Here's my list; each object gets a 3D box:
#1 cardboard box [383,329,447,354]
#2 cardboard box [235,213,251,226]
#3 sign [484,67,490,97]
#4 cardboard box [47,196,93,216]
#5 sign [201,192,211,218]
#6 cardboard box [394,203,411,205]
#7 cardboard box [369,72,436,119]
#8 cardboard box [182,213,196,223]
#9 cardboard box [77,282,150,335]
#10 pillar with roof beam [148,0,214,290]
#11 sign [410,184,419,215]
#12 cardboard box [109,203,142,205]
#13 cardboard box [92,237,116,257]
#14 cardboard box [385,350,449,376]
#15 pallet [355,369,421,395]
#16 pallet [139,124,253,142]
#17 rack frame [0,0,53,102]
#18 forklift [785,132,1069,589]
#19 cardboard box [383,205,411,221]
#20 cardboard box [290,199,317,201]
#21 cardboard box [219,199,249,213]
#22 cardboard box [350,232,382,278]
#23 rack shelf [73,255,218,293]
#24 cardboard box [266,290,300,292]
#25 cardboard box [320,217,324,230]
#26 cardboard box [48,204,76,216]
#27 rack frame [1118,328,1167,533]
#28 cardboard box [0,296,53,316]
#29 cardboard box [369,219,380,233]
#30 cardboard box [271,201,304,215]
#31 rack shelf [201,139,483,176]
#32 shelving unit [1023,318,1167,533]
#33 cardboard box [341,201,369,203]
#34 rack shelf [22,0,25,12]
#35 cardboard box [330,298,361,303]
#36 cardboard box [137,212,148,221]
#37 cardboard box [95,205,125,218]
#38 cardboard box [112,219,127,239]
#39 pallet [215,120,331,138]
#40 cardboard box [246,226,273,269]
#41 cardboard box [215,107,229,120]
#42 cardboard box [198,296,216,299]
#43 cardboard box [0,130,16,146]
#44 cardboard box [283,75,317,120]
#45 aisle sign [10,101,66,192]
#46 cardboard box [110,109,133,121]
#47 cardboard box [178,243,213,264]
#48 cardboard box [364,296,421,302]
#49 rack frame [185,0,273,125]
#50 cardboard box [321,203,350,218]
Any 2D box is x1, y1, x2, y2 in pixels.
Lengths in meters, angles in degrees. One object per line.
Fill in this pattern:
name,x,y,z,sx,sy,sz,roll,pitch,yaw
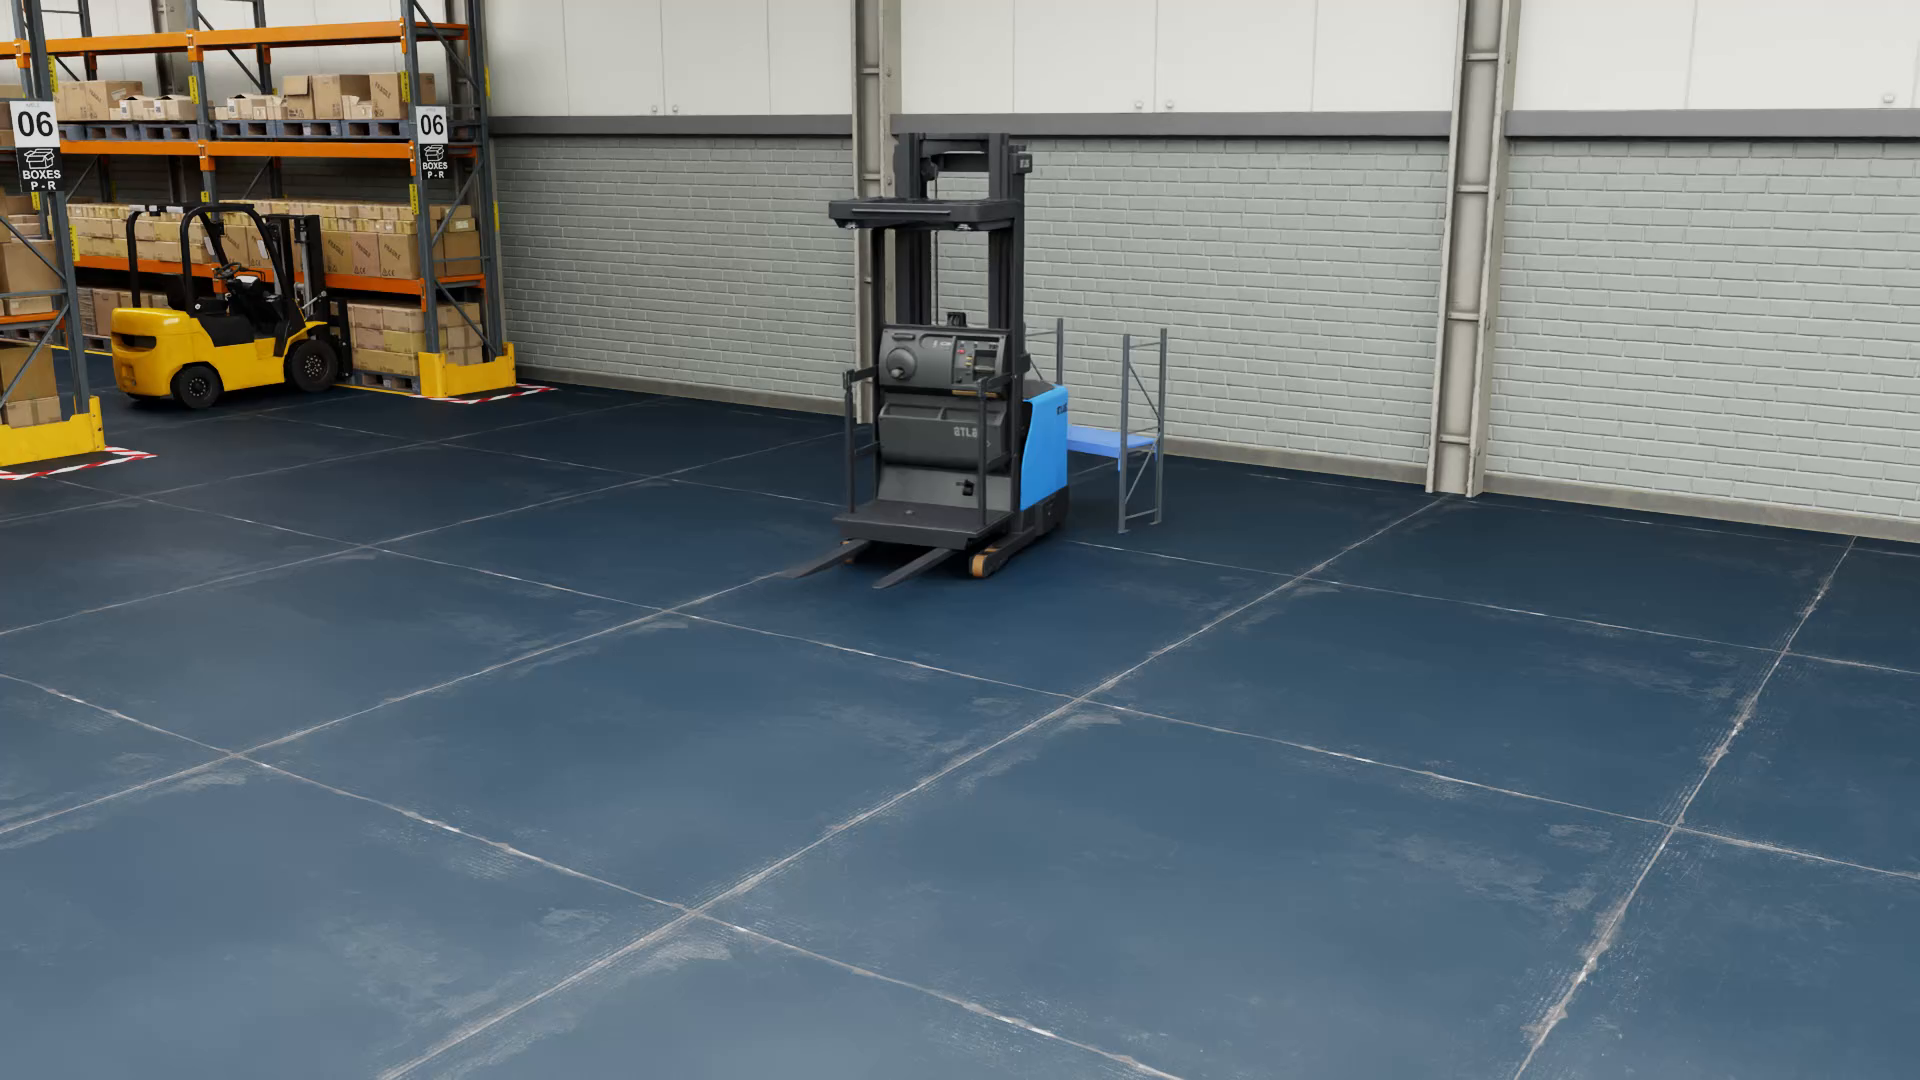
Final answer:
cardboard box,-6.306,-2.316,19.244,0.500,0.250,0.500,9,16,32
cardboard box,-8.713,-3.971,20.566,0.250,0.149,0.380,10,17,34
sign,-5.413,-5.230,18.981,0.005,0.325,0.100,9,17,33
cardboard box,-12.705,-4.627,23.689,0.500,0.500,0.500,10,17,35
sign,-9.341,-4.152,20.608,0.005,0.325,0.100,9,17,33
cardboard box,-6.509,-3.907,19.688,0.250,0.149,0.380,9,17,33
cardboard box,-6.231,-4.969,18.621,0.500,0.500,0.500,10,17,35
cardboard box,-9.678,-4.134,21.221,0.250,0.149,0.380,9,16,32
cardboard box,-11.856,-3.239,23.233,0.625,0.625,0.875,10,17,35
pillar with roof beam,-13.183,-6.333,19.178,0.400,9.000,9.100,9,17,33
sign,-6.042,-3.772,18.416,0.005,0.325,0.100,9,17,33
cardboard box,-11.522,-4.575,23.002,0.250,0.149,0.380,9,17,33
cardboard box,-11.288,-3.957,22.378,0.500,0.250,0.500,9,16,31
cardboard box,-6.293,-2.070,19.293,0.500,0.250,0.500,9,17,33
pallet,-6.385,-1.942,19.728,1.213,0.211,1.003,9,17,33
pallet,-9.785,-5.217,21.310,1.217,0.209,0.805,8,16,31
rack frame,-8.494,-5.123,14.292,0.127,3.000,1.000,9,17,33
forklift,-0.205,-1.276,11.376,1.130,2.935,3.031,6,15,22
cardboard box,-6.364,-3.742,19.020,0.250,0.149,0.380,9,17,33
cardboard box,-8.201,-4.188,20.822,0.250,0.149,0.380,9,17,32
cardboard box,-8.947,-4.144,20.642,0.250,0.149,0.380,10,17,34
cardboard box,-6.708,-3.335,19.344,0.500,0.500,0.500,10,17,35
rack shelf,-10.706,-3.657,22.350,4.000,0.370,1.077,9,17,33
cardboard box,-8.530,-3.065,21.229,0.500,0.250,0.500,10,17,34
cardboard box,-7.406,-3.774,19.768,0.250,0.149,0.380,9,17,32
cardboard box,-12.265,-4.536,22.847,0.250,0.149,0.380,10,17,34
rack frame,1.377,-0.825,12.530,0.032,1.500,0.500,13,19,42
cardboard box,-8.661,-2.176,15.394,0.250,0.149,0.380,9,17,33
cardboard box,-6.581,-3.631,19.189,0.250,0.149,0.380,10,17,34
cardboard box,-8.077,-4.010,20.101,0.250,0.149,0.380,9,16,32
rack shelf,-7.387,-4.576,19.822,4.000,0.370,1.077,9,17,33
shelving unit,1.008,-0.909,12.870,1.048,1.500,0.538,13,19,42
cardboard box,-7.376,-4.045,20.242,0.250,0.149,0.380,10,17,34
rack shelf,-10.154,-5.041,15.462,4.000,0.370,1.077,9,17,33
cardboard box,-7.551,-2.758,19.989,0.500,0.250,0.500,9,16,32
cardboard box,-10.531,-4.268,21.764,0.250,0.149,0.380,9,17,33
cardboard box,-11.366,-4.411,22.341,0.250,0.149,0.380,9,17,33
cardboard box,-10.857,-4.131,22.041,0.500,0.250,0.500,9,17,34
pallet,-8.324,-5.041,20.389,1.213,0.211,1.003,9,17,33
cardboard box,-8.382,-3.608,20.448,0.500,0.500,0.500,10,17,34
cardboard box,-8.844,-5.203,20.299,0.250,0.149,0.380,10,17,34
cardboard box,-9.486,-2.857,21.688,0.625,0.625,0.875,10,17,35
cardboard box,-8.588,-3.654,15.124,0.250,0.149,0.380,9,17,33
cardboard box,-7.489,-5.214,19.604,0.637,0.503,0.797,10,17,35
aisle sign,-8.270,-3.526,14.916,0.004,0.787,0.394,9,17,33
cardboard box,-10.768,-5.514,21.556,0.250,0.149,0.380,9,16,32
cardboard box,-9.611,-3.680,21.260,0.500,0.250,0.500,10,17,34
cardboard box,-6.846,-2.793,20.133,0.500,0.250,0.500,9,17,32
rack frame,-9.046,-6.650,20.459,0.127,3.000,1.000,9,17,33
cardboard box,-7.257,-3.866,19.522,0.250,0.149,0.380,10,17,34
